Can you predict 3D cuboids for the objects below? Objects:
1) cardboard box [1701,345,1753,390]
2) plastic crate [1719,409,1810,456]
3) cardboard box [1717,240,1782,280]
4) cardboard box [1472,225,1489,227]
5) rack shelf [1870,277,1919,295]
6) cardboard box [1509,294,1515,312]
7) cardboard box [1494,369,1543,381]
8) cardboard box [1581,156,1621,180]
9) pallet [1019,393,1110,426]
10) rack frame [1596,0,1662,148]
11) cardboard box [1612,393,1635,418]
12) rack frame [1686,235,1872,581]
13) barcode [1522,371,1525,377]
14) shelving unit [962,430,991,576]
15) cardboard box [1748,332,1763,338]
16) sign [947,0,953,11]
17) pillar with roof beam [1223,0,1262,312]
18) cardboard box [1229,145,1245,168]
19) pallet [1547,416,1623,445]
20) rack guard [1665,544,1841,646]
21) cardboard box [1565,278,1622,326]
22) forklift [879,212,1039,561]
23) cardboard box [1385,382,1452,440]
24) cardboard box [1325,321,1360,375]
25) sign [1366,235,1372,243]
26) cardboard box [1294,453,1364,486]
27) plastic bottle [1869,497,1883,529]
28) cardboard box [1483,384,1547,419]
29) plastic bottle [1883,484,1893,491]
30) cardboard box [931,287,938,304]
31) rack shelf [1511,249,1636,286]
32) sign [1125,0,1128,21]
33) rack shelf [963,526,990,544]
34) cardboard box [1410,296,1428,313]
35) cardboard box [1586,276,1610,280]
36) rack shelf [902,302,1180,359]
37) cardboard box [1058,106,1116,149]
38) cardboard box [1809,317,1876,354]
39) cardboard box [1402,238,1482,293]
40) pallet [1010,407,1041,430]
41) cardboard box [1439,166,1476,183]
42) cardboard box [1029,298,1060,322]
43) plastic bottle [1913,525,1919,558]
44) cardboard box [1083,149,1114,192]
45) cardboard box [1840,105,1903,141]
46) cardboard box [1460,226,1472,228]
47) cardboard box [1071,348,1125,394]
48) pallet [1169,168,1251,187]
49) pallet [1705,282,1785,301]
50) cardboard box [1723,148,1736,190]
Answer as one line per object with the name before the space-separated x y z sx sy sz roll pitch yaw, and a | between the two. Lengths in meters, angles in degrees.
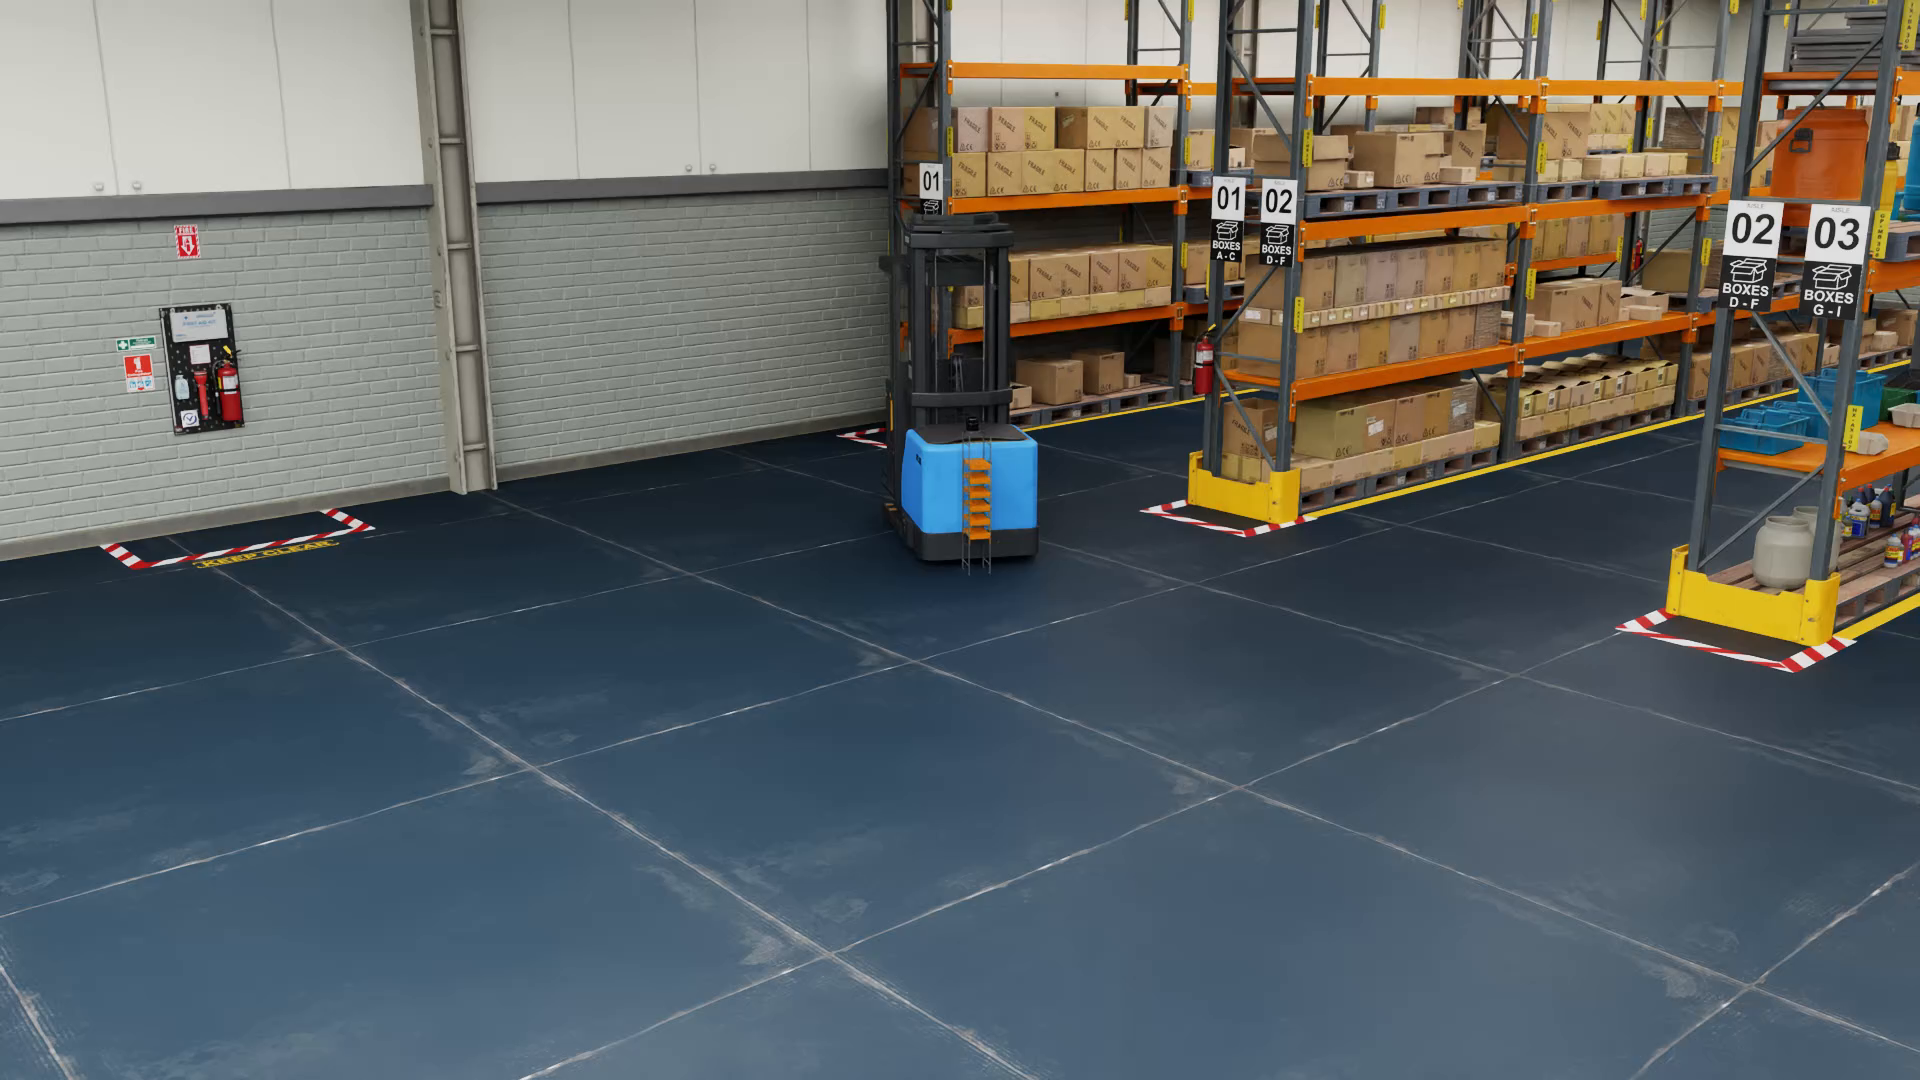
cardboard box | 10.123 -2.296 22.025 0.500 0.500 0.500 -13 20 -40
plastic crate | 6.213 -0.847 12.896 0.616 0.251 0.499 -13 19 -39
cardboard box | 10.855 -3.859 22.878 0.500 0.500 0.700 -9 17 -31
cardboard box | 8.005 -5.088 26.222 0.500 0.250 0.500 -12 19 -38
rack shelf | 13.345 -3.765 24.926 4.000 0.370 1.077 -13 19 -39
cardboard box | 9.213 -3.839 27.841 0.500 0.500 0.700 -12 19 -39
cardboard box | 6.685 -1.862 19.834 0.500 0.311 0.500 -13 20 -40
cardboard box | 7.284 -4.310 19.237 0.500 0.250 0.500 14 20 42
pallet | 1.142 -1.706 21.229 1.213 0.211 1.003 -13 19 -39
rack frame | 11.599 -8.313 28.935 0.127 3.000 1.000 -13 19 -39
cardboard box | 7.814 -1.661 20.171 0.500 0.250 0.500 -12 19 -38
rack frame | 6.032 -0.776 12.342 0.127 3.000 1.000 -13 19 -39
barcode | 6.267 -1.849 18.491 0.075 0.075 0.001 -13 19 -39
shelving unit | 0.139 -0.313 14.096 0.189 1.200 0.258 -4 15 -13
cardboard box | 10.916 -2.651 23.355 0.500 0.500 0.500 -12 19 -39
sign | -0.115 -5.987 18.262 0.005 0.325 0.100 -13 19 -39
pillar with roof beam | 6.841 -6.068 20.530 0.400 9.000 9.100 -13 19 -39
cardboard box | 3.476 -5.172 22.348 0.500 0.311 0.500 -12 19 -38
pallet | 7.252 -1.411 20.124 1.213 0.211 1.003 -13 19 -39
rack guard | 6.059 0.410 12.747 0.348 0.500 1.175 -13 19 -39
cardboard box | 7.564 -2.857 19.939 0.500 0.500 0.500 -14 20 -42
forklift | -0.136 -1.573 15.459 1.130 2.935 3.031 -3 15 -12
cardboard box | 4.835 -1.366 17.613 0.500 0.500 0.500 -13 19 -39
cardboard box | 3.537 -1.956 16.565 0.500 0.500 0.700 -12 19 -38
sign | 5.927 -4.477 24.107 0.005 0.325 0.100 -13 19 -39
cardboard box | 3.709 -0.748 16.753 0.500 0.250 0.500 -13 19 -39
plastic bottle | 8.138 -0.244 14.784 0.097 0.271 0.097 0 15 0
cardboard box | 6.276 -1.585 18.800 0.500 0.311 0.500 -13 19 -39
plastic bottle | 8.522 -0.379 15.291 0.097 0.271 0.097 0 15 0
cardboard box | -0.255 -3.125 19.936 0.500 0.500 0.500 -13 20 -40
rack shelf | 10.090 -4.729 28.534 4.000 0.370 1.077 -13 19 -39
sign | 2.178 -6.915 21.585 0.005 0.325 0.100 -13 19 -39
rack shelf | 0.139 -0.038 14.169 0.180 0.103 0.258 -4 15 -13
cardboard box | 4.579 -2.432 17.091 0.250 0.149 0.380 -12 19 -38
cardboard box | 11.159 -4.528 29.163 0.250 0.149 0.380 -13 20 -40
rack shelf | 1.038 -2.696 20.924 4.000 0.370 1.077 -13 19 -39
cardboard box | 1.553 -5.049 20.358 0.500 0.500 0.500 -14 20 -41
cardboard box | 13.250 -3.099 25.025 0.637 0.503 0.797 -13 19 -39
cardboard box | 5.090 -2.931 17.703 0.500 0.500 0.700 -13 20 -39
pallet | 0.222 -1.501 20.460 1.213 0.211 1.003 -13 19 -39
cardboard box | 5.071 -3.759 17.100 0.250 0.149 0.380 -13 19 -39
cardboard box | 0.876 -2.838 20.316 0.500 0.250 0.500 -13 20 -40
plastic bottle | 7.939 0.008 13.841 0.097 0.271 0.097 0 15 0
cardboard box | 1.545 -4.571 20.506 0.500 0.500 0.500 -14 20 -41
cardboard box | 13.299 -6.101 24.335 0.500 0.500 0.700 -13 19 -39
cardboard box | 7.620 -5.001 25.899 0.500 0.250 0.500 -12 19 -38
cardboard box | 1.790 -2.203 21.678 0.500 0.500 0.500 14 21 43
pallet | 3.082 -4.824 22.050 1.003 0.211 1.213 -13 19 -39
pallet | 10.283 -3.334 22.289 1.213 0.211 1.003 -13 19 -39
cardboard box | 9.510 -4.760 21.253 0.500 0.500 0.910 -13 19 -39
